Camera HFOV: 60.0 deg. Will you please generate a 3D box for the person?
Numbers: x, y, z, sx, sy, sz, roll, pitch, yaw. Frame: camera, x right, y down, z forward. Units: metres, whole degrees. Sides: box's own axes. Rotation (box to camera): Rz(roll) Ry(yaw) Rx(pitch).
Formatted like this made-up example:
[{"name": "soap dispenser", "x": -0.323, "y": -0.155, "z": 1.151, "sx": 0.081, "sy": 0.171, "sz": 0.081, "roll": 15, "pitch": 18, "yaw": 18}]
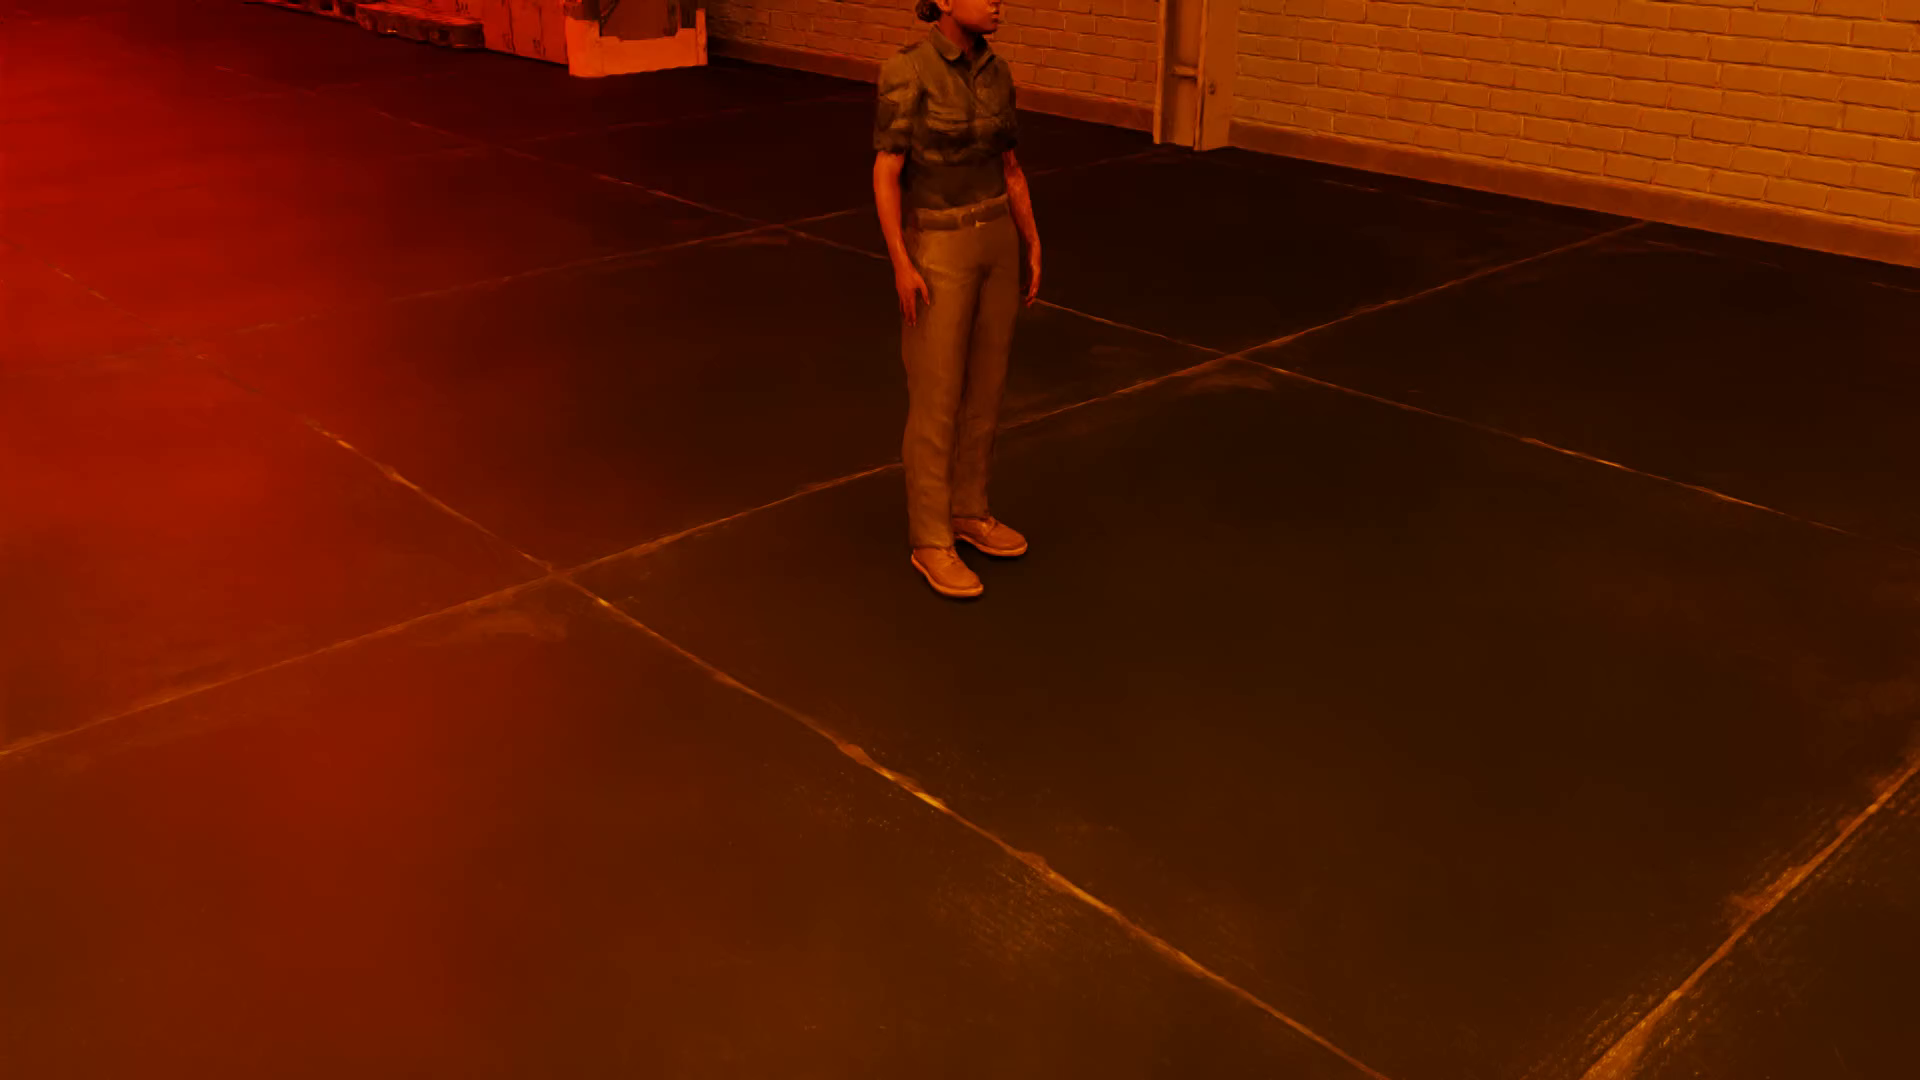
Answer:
[{"name": "person", "x": 0.045, "y": -0.731, "z": 4.518, "sx": 0.570, "sy": 1.654, "sz": 0.503, "roll": -20, "pitch": 31, "yaw": -38}]
